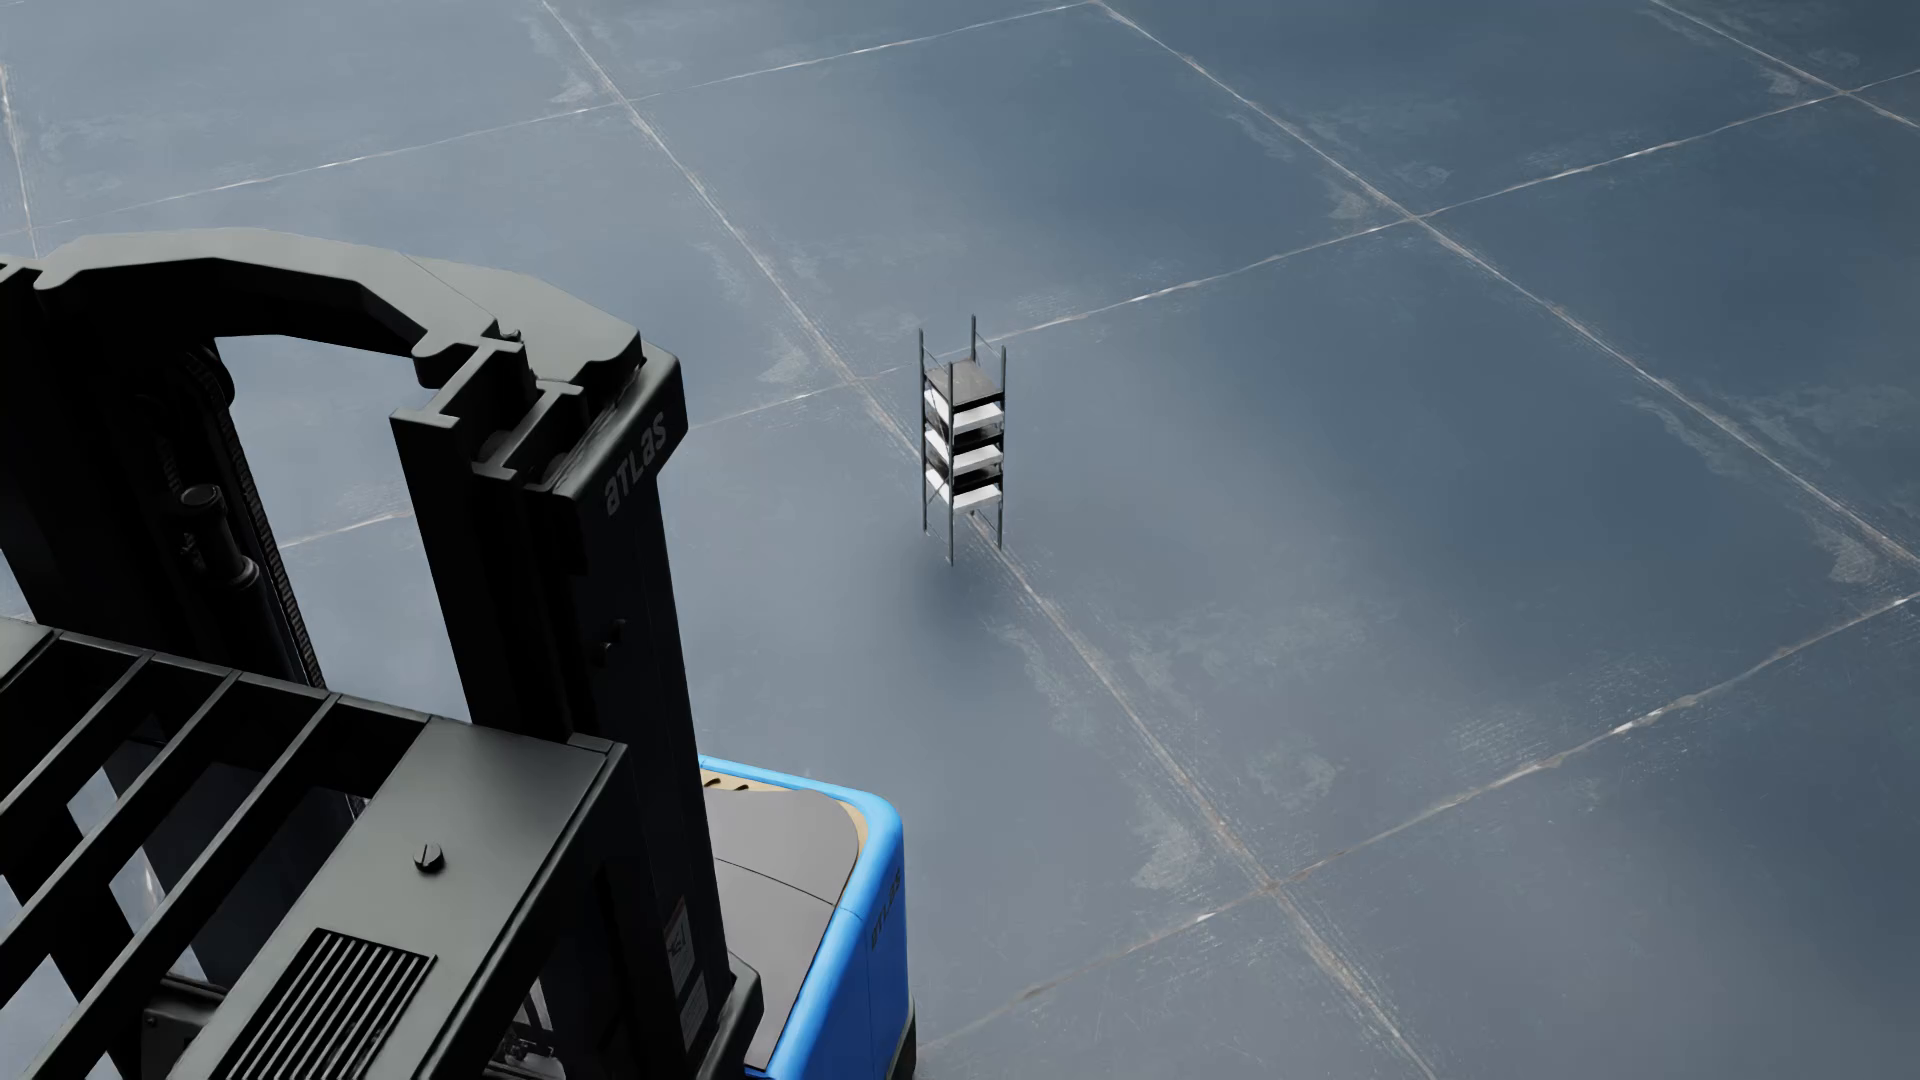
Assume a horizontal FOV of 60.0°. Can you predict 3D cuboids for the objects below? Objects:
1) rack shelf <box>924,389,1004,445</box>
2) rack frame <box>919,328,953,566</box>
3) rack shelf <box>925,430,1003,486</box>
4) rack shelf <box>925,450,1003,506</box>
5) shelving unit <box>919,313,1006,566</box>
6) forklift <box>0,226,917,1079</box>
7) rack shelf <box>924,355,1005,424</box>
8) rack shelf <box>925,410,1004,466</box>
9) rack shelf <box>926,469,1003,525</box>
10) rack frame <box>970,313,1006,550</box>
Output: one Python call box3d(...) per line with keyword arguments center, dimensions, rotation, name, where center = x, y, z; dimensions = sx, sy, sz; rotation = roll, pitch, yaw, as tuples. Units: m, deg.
box3d(center=(0.007, -0.458, 5.867), dimensions=(0.200, 0.077, 0.258), rotation=(-19, 44, -21), name="rack shelf")
box3d(center=(-0.083, -0.316, 5.926), dimensions=(0.006, 0.900, 0.240), rotation=(-19, 44, -21), name="rack frame")
box3d(center=(0.007, -0.320, 5.984), dimensions=(0.200, 0.077, 0.258), rotation=(-19, 44, -21), name="rack shelf")
box3d(center=(0.007, -0.252, 6.042), dimensions=(0.200, 0.077, 0.258), rotation=(-19, 44, -21), name="rack shelf")
box3d(center=(0.007, -0.346, 5.962), dimensions=(0.210, 0.900, 0.258), rotation=(-19, 44, -21), name="shelving unit")
box3d(center=(-1.022, 1.132, 2.644), dimensions=(1.130, 2.935, 3.031), rotation=(11, 41, 12), name="forklift")
box3d(center=(0.007, -0.527, 5.809), dimensions=(0.200, 0.077, 0.258), rotation=(-19, 44, -21), name="rack shelf")
box3d(center=(0.007, -0.389, 5.925), dimensions=(0.200, 0.077, 0.258), rotation=(-19, 44, -21), name="rack shelf")
box3d(center=(0.007, -0.183, 6.100), dimensions=(0.200, 0.077, 0.258), rotation=(-19, 44, -21), name="rack shelf")
box3d(center=(0.097, -0.376, 5.998), dimensions=(0.006, 0.900, 0.240), rotation=(-19, 44, -21), name="rack frame")
